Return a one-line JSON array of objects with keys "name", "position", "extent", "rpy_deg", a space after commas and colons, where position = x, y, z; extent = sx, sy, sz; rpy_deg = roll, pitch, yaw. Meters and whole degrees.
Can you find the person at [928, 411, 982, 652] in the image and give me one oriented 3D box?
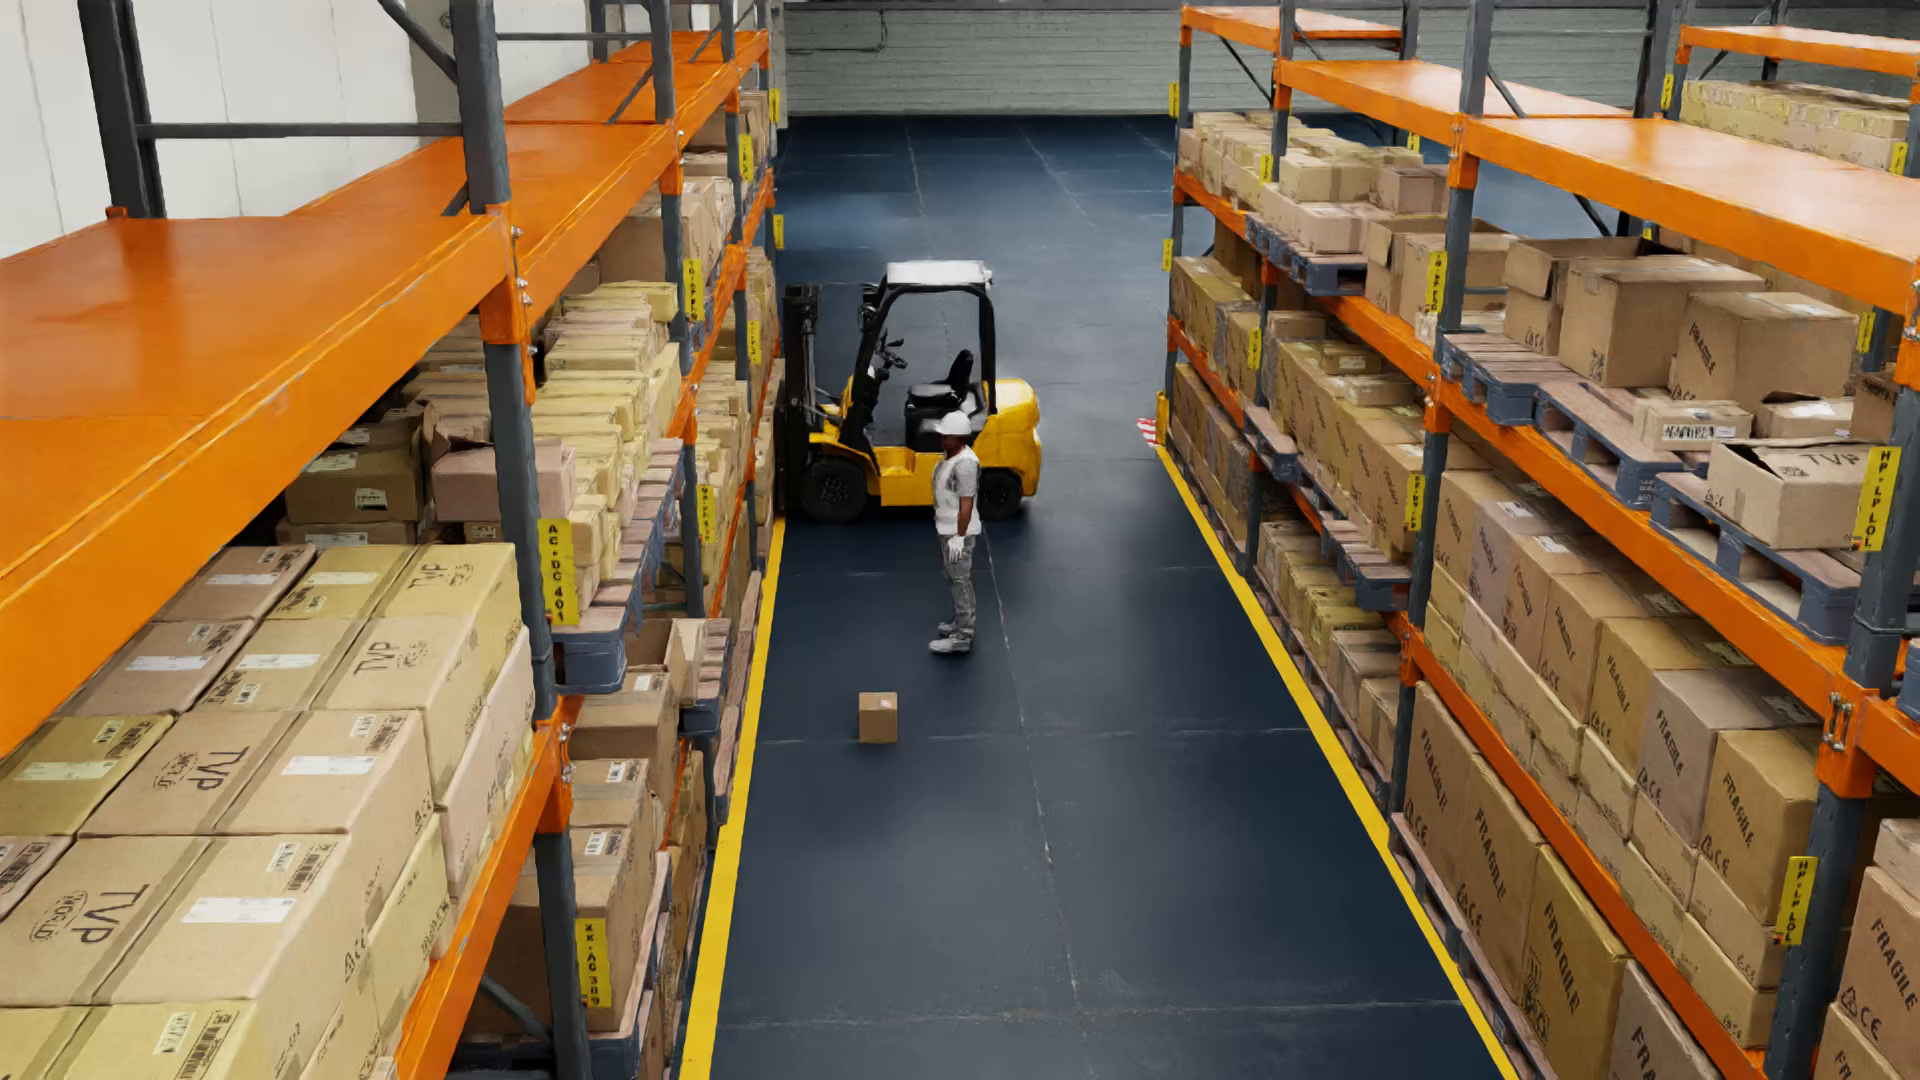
[{"name": "person", "position": [-0.049, -0.067, 12.003], "extent": [0.391, 1.791, 0.632], "rpy_deg": [-3, 20, -7]}]
